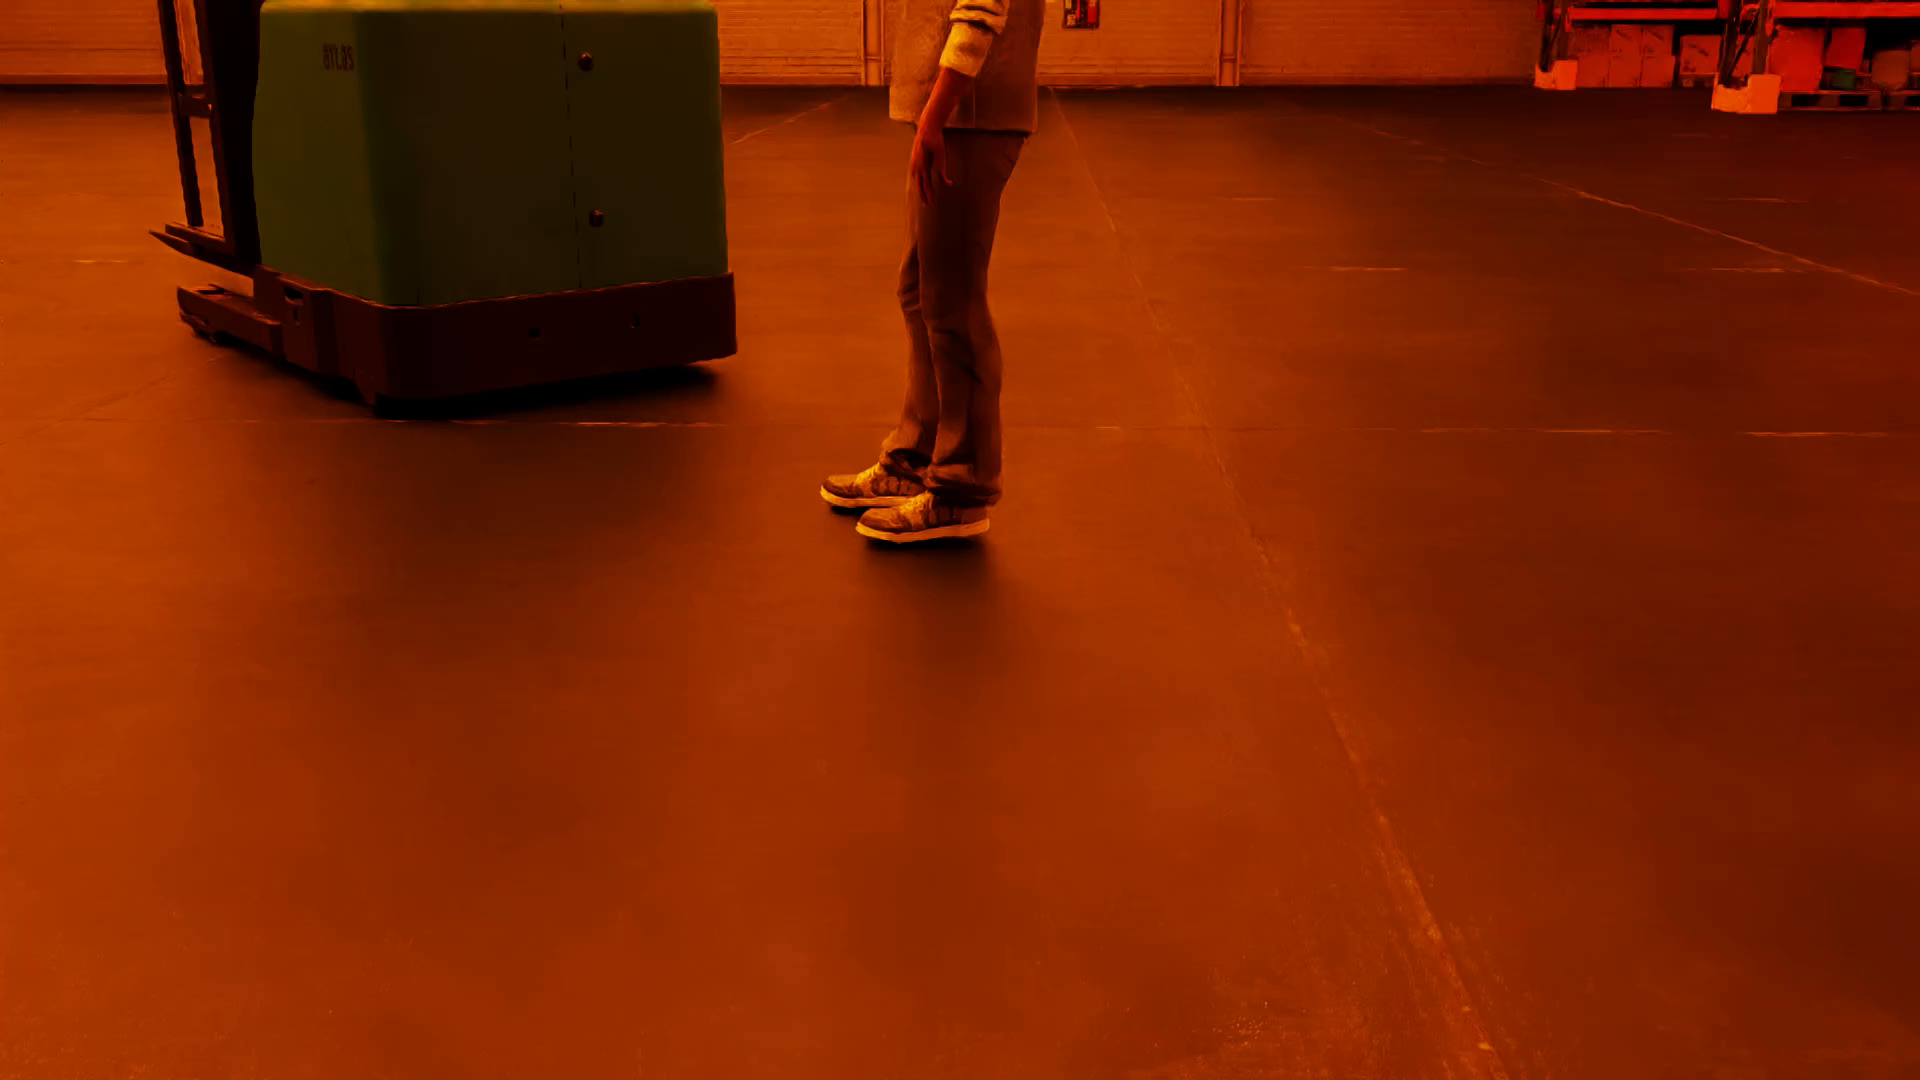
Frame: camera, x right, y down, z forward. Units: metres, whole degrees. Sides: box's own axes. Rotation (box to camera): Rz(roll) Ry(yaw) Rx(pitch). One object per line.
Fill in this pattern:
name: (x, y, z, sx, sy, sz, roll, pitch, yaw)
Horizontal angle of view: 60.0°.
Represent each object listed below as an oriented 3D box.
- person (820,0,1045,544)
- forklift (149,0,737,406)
person: (-0.074, -0.774, 3.148, 0.474, 1.597, 0.521, 1, 17, 2)
forklift: (-1.979, -2.127, 5.279, 1.130, 2.935, 3.031, -14, 22, -37)
